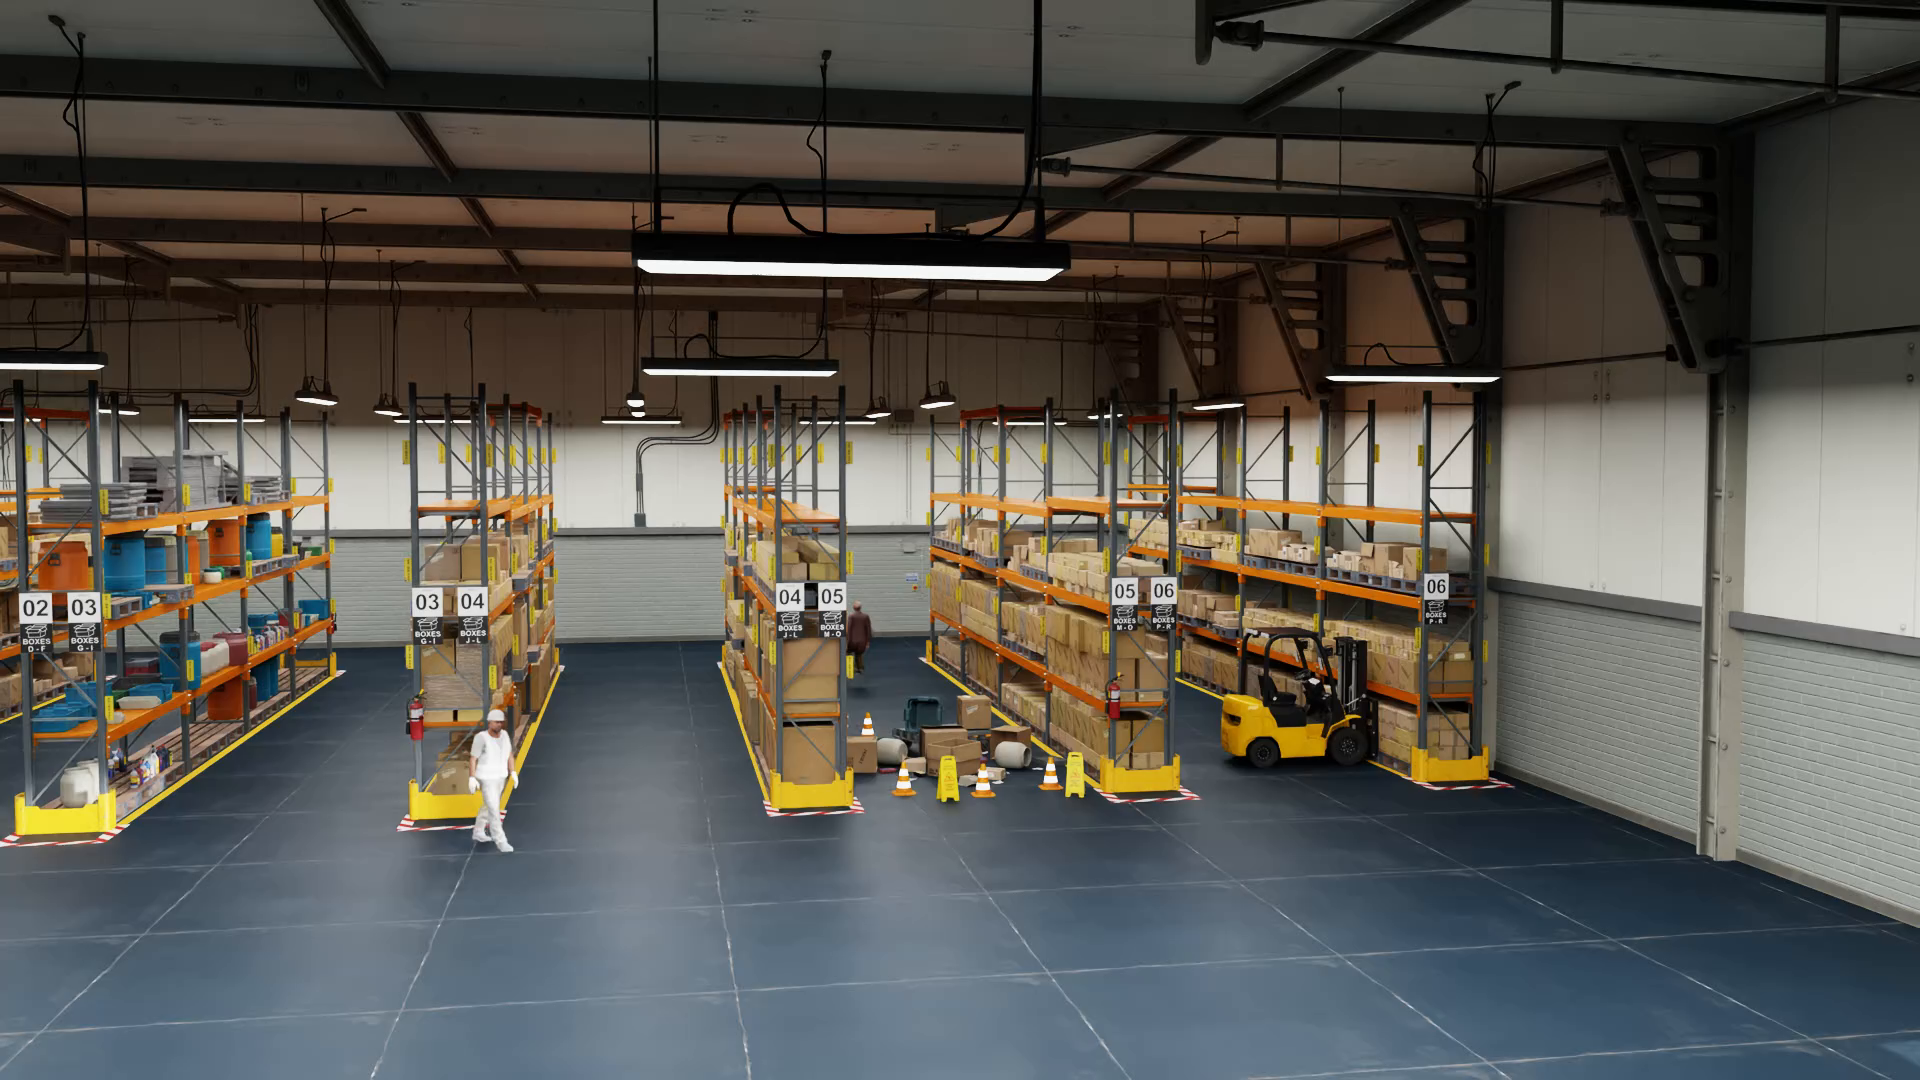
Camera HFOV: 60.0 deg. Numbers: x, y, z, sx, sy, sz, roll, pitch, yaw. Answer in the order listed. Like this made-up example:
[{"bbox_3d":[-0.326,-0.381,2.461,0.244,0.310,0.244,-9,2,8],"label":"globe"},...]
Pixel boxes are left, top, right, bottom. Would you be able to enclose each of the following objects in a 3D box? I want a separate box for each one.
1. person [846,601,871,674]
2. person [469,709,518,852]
[{"bbox_3d":[-2.228,2.143,36.065,0.628,1.645,0.714,-1,3,-22],"label":"person"},{"bbox_3d":[-5.918,3.028,21.206,0.943,1.735,0.574,2,3,28],"label":"person"}]
